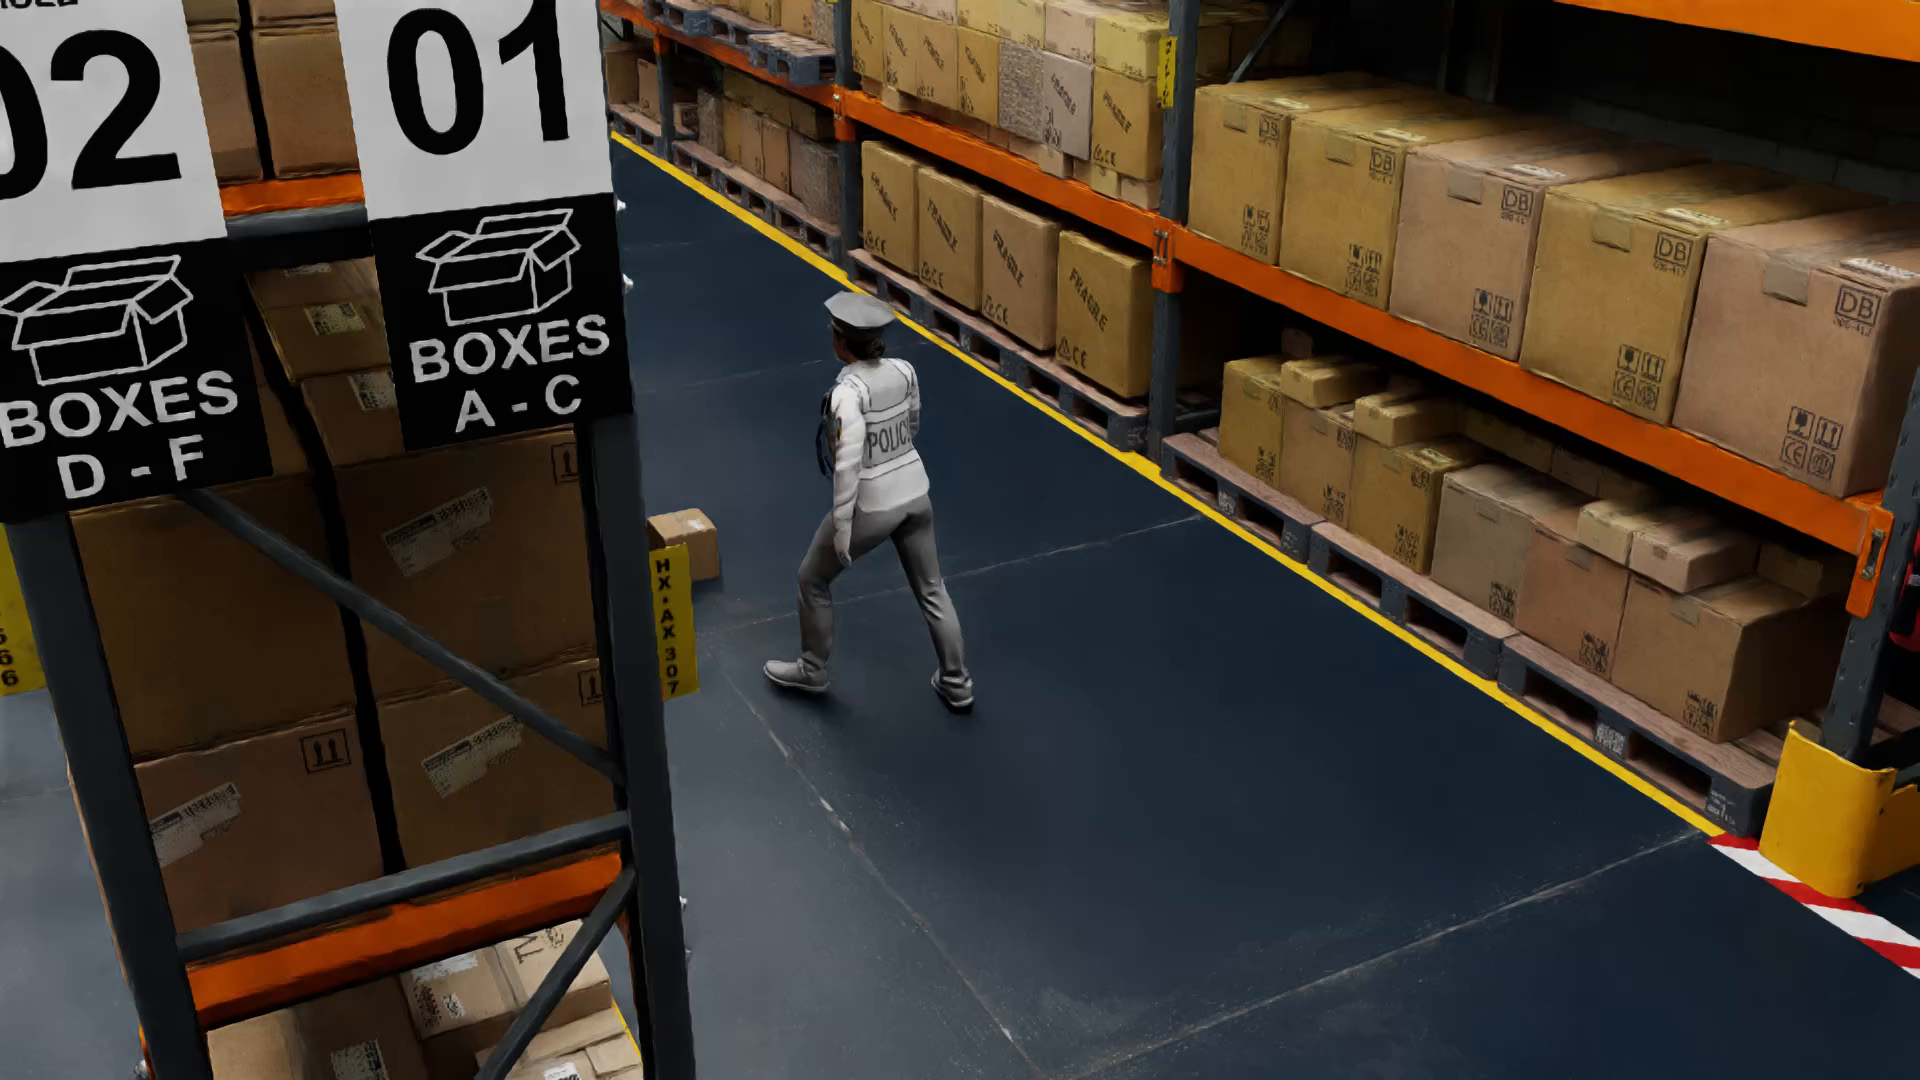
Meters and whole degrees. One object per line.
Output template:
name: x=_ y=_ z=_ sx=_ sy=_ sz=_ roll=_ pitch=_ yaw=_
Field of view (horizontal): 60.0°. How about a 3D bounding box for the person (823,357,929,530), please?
person: x=-0.351 y=-0.419 z=6.300 sx=0.434 sy=0.585 sz=0.596 roll=23 pitch=34 yaw=39
